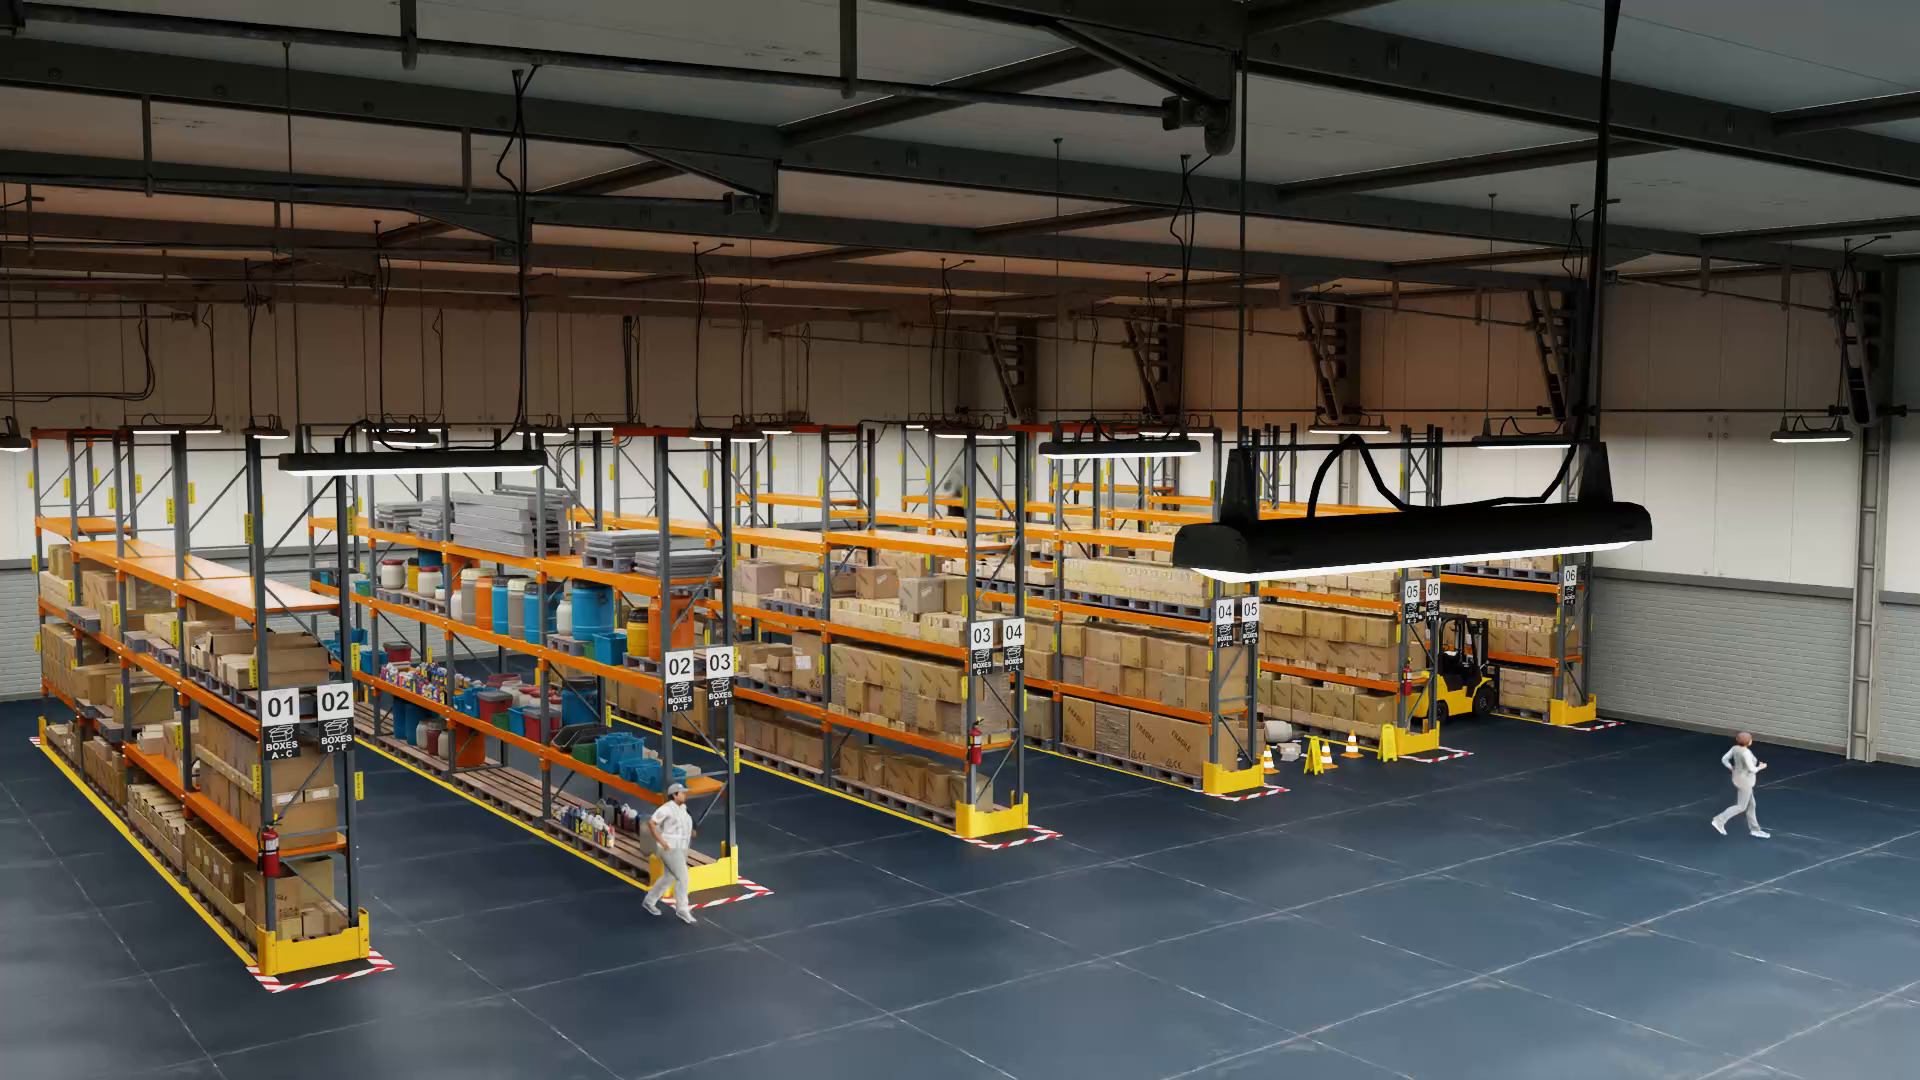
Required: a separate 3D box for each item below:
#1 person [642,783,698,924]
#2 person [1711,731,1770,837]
[{"bbox_3d":[-3.583,3.887,20.784,0.756,1.694,0.593,1,5,10],"label":"person"},{"bbox_3d":[11.494,3.595,24.442,0.894,1.583,0.539,0,4,2],"label":"person"}]
